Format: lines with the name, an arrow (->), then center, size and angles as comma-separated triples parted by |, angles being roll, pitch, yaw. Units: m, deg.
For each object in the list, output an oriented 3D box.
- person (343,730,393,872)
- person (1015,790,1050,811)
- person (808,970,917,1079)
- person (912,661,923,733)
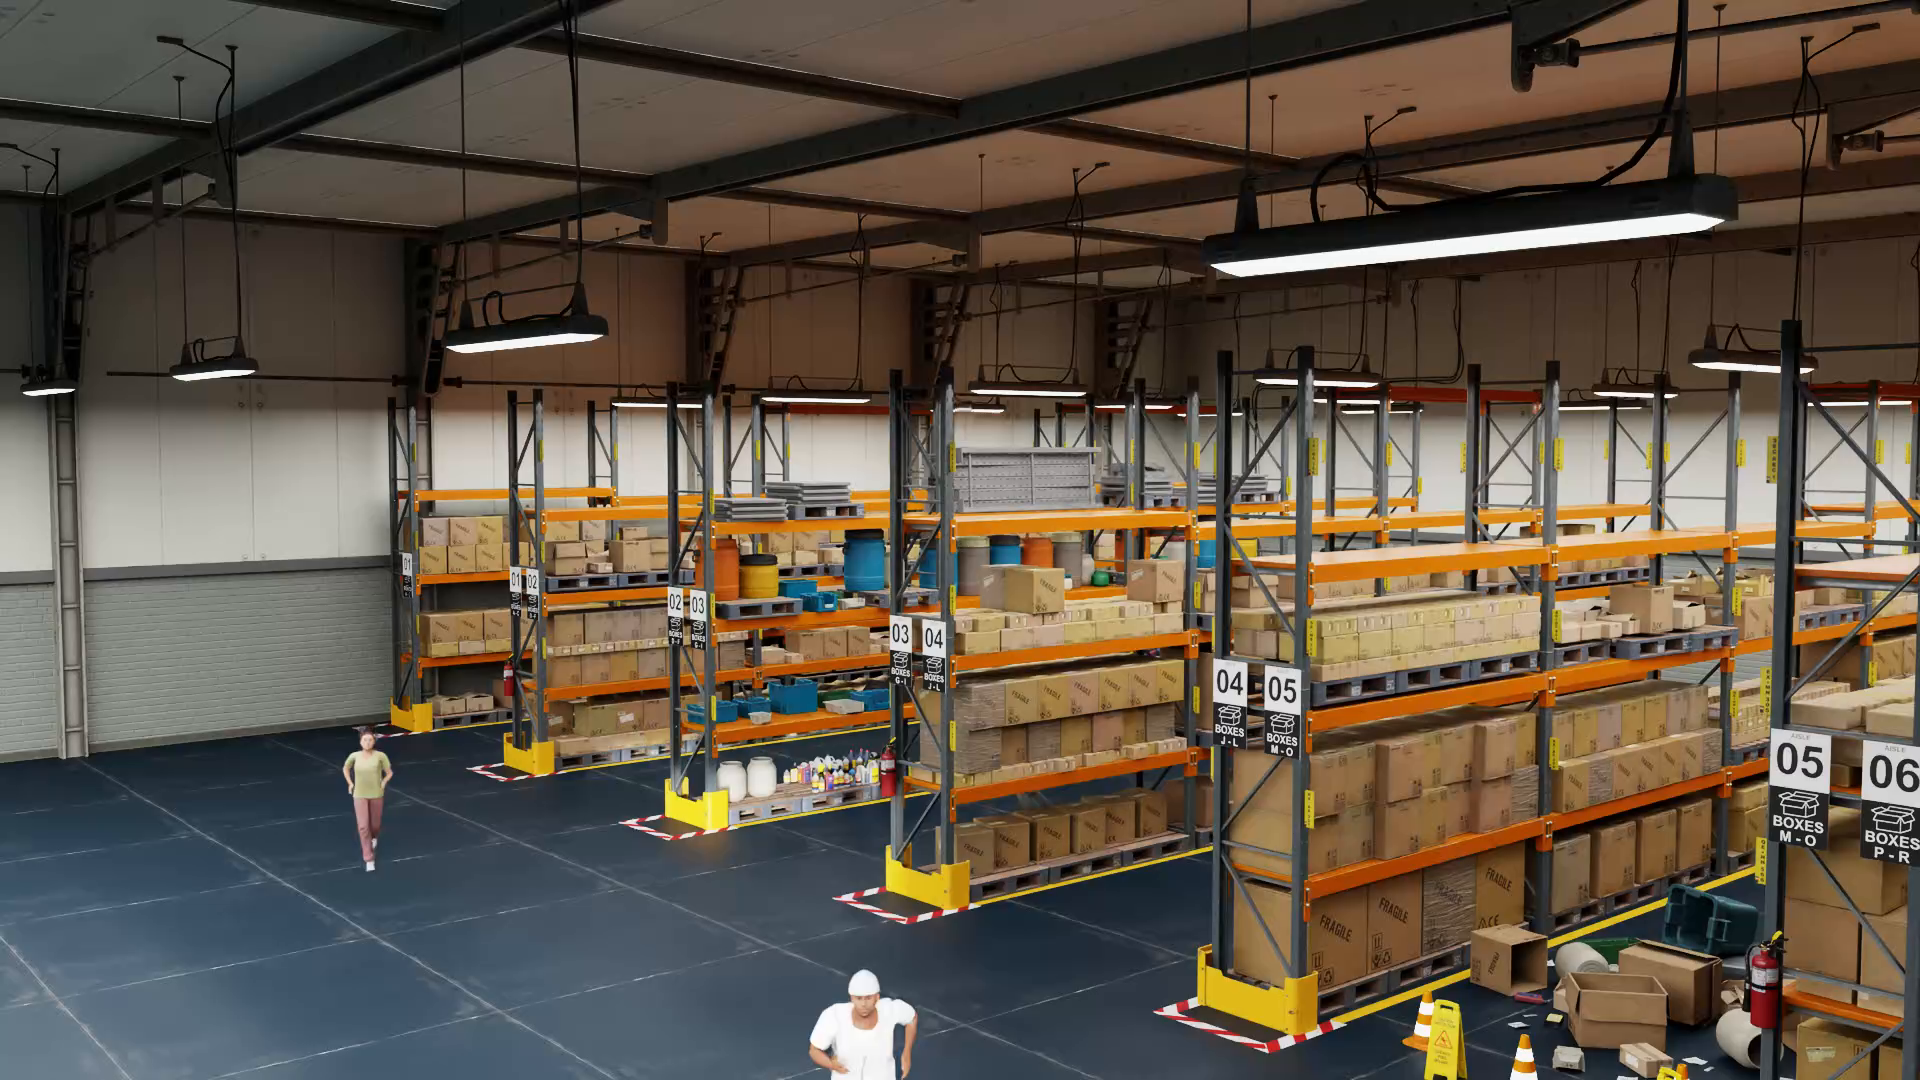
person -> -7.254, 3.156, 20.385 | 0.579, 1.666, 0.867 | -1, 4, -20
person -> 0.952, 3.022, 22.219 | 0.786, 1.676, 0.641 | -3, 4, -38
person -> -0.637, 3.659, 11.036 | 0.695, 1.774, 1.006 | 0, 3, 3
person -> -0.677, 2.441, 27.720 | 0.640, 1.812, 0.648 | -3, 5, -44
